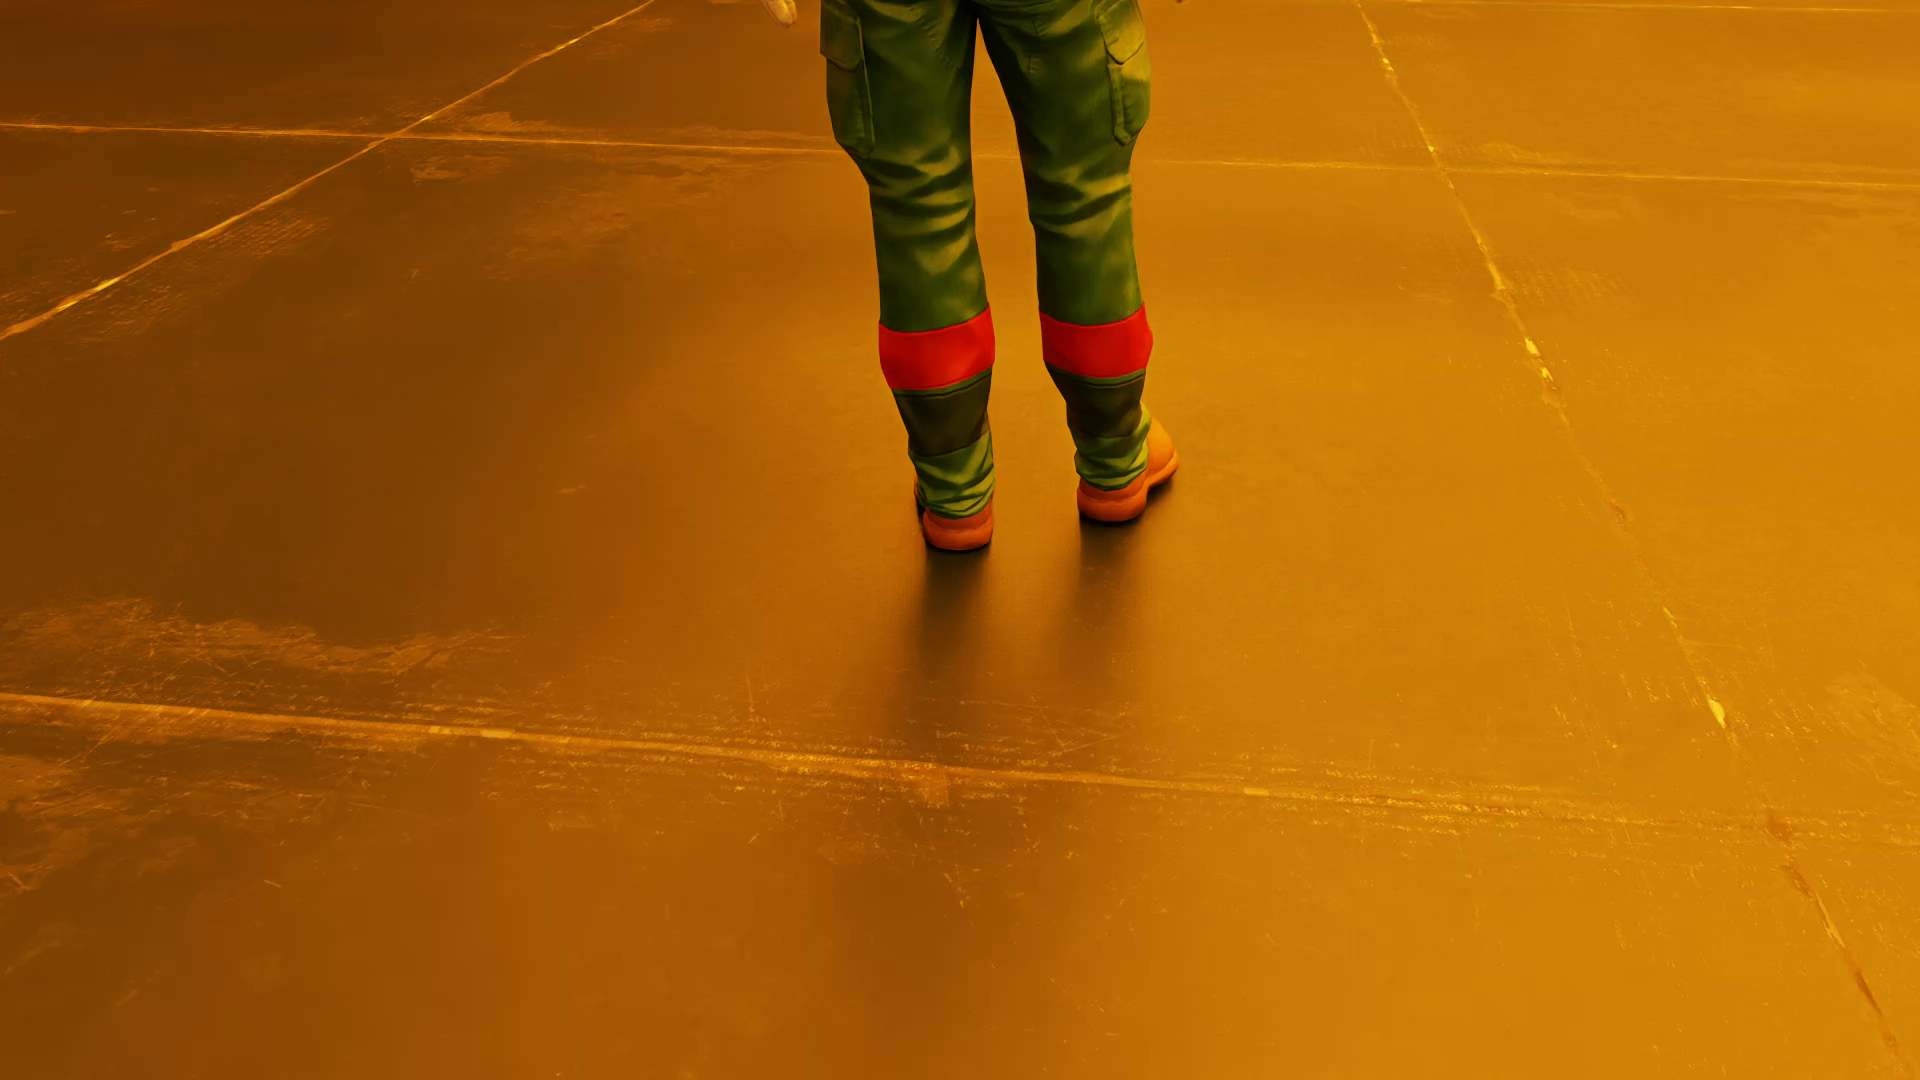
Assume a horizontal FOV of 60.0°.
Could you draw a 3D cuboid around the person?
[{"bbox_3d":[0.023,-0.840,2.169,0.637,1.785,0.562,3,27,7],"label":"person"}]
